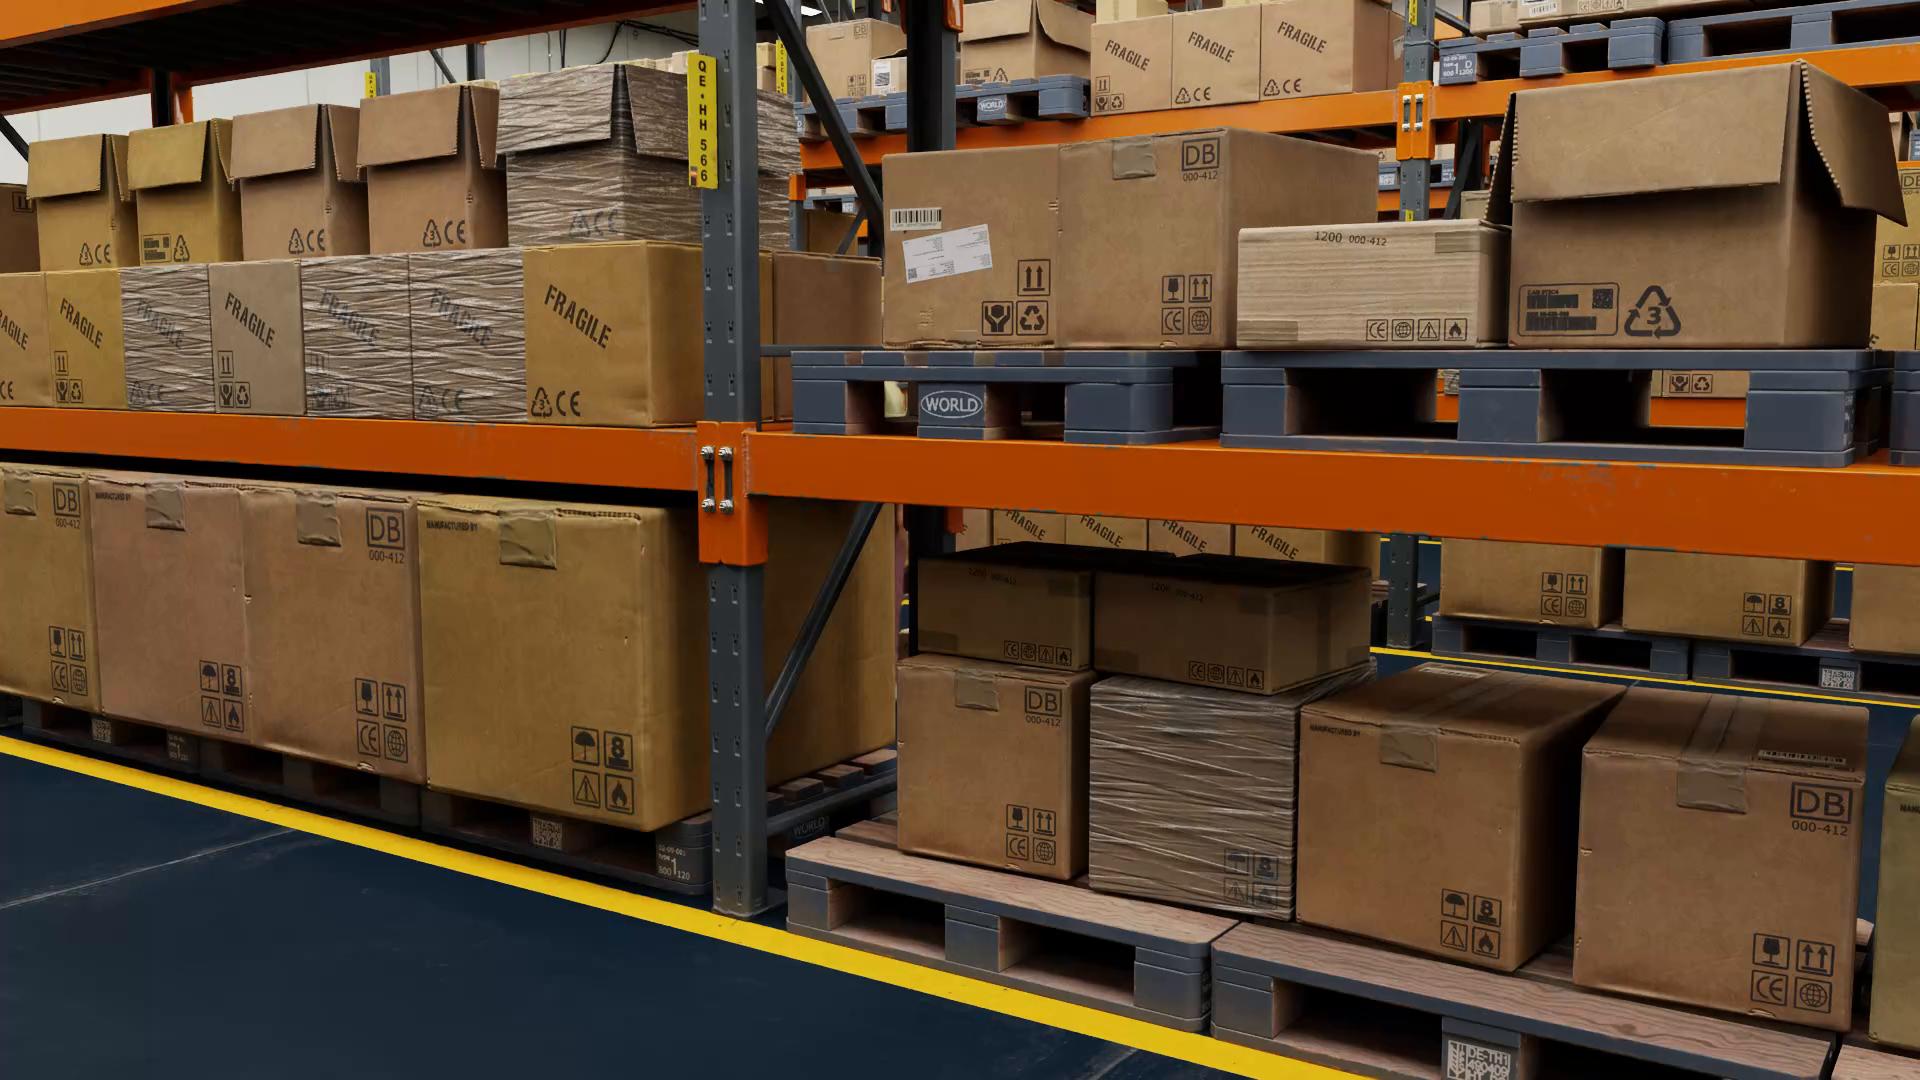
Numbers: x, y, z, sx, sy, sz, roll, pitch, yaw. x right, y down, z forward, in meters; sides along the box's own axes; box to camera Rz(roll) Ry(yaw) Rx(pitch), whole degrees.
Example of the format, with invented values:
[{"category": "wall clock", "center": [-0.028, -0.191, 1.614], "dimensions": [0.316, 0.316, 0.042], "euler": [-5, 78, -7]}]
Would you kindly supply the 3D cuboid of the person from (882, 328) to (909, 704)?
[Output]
[{"category": "person", "center": [-0.404, -0.118, 7.115], "dimensions": [0.439, 1.679, 0.355], "euler": [4, 8, 35]}]
